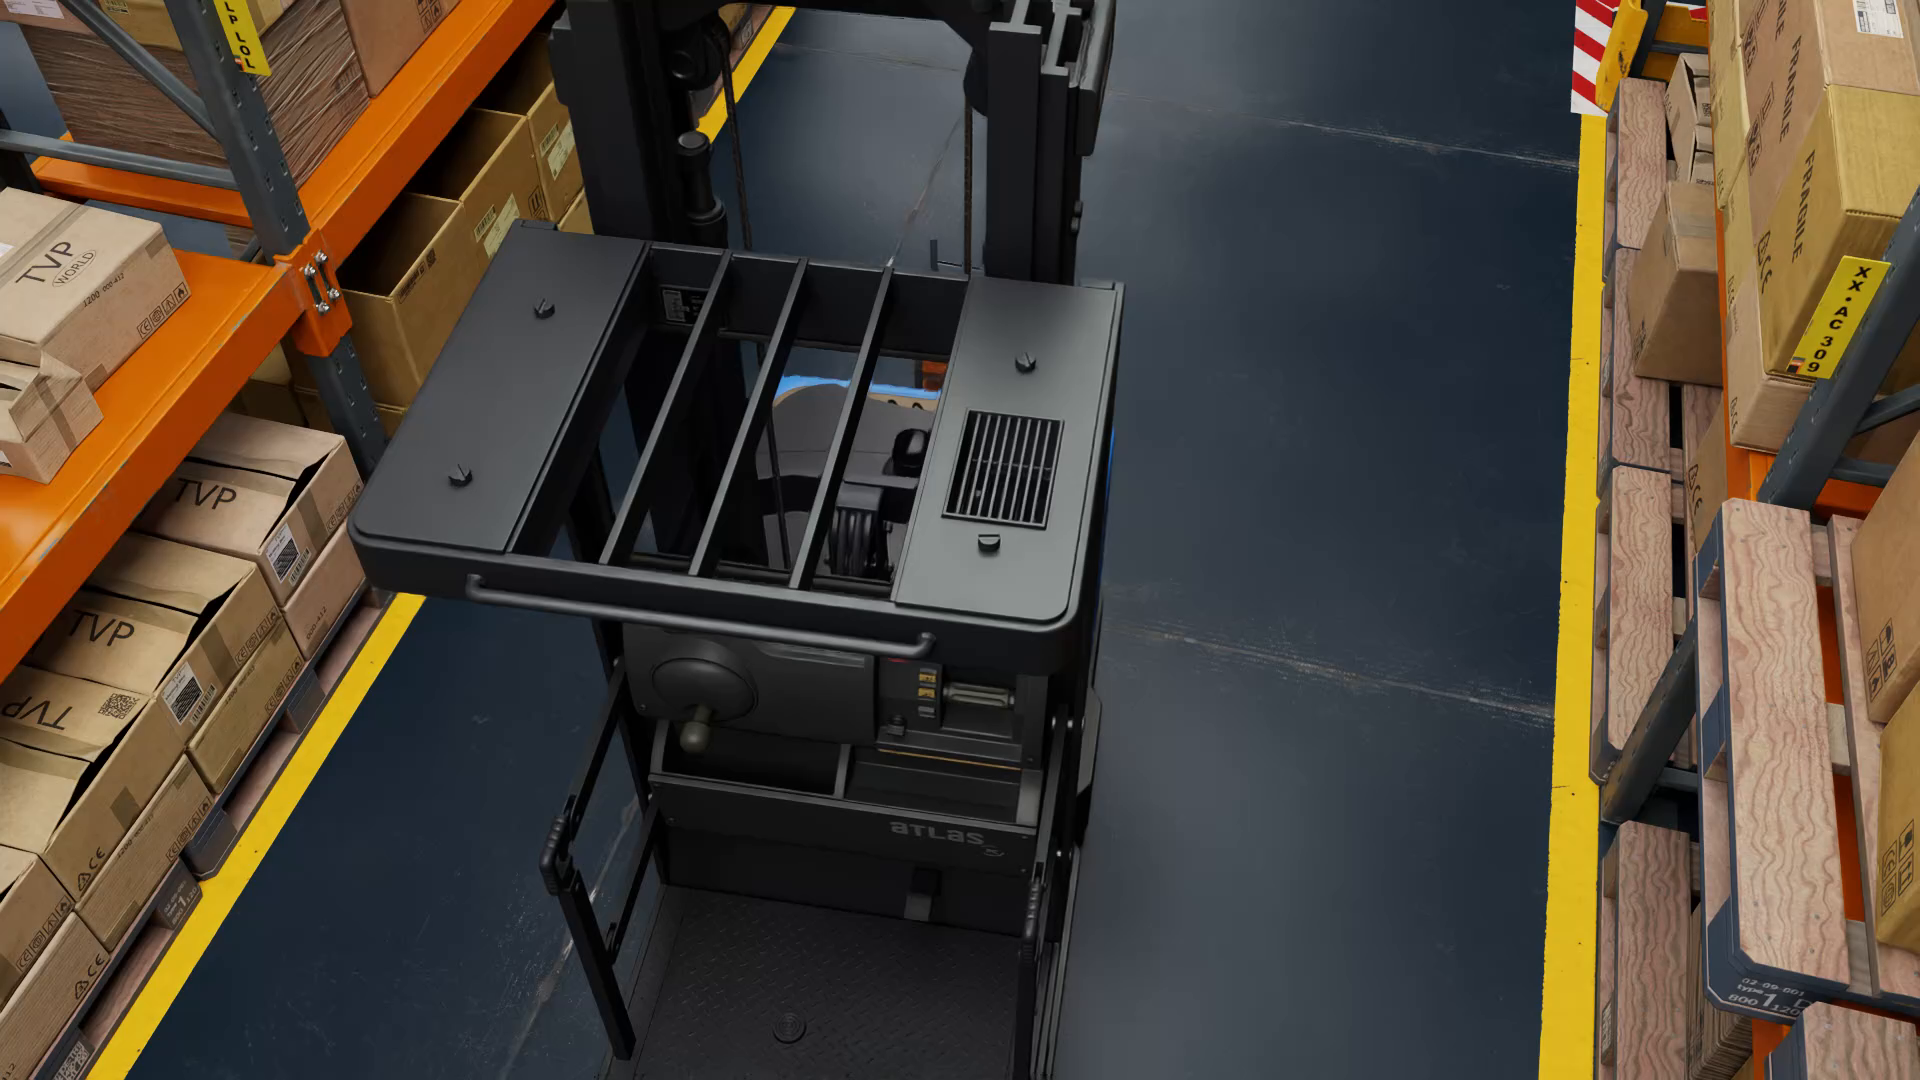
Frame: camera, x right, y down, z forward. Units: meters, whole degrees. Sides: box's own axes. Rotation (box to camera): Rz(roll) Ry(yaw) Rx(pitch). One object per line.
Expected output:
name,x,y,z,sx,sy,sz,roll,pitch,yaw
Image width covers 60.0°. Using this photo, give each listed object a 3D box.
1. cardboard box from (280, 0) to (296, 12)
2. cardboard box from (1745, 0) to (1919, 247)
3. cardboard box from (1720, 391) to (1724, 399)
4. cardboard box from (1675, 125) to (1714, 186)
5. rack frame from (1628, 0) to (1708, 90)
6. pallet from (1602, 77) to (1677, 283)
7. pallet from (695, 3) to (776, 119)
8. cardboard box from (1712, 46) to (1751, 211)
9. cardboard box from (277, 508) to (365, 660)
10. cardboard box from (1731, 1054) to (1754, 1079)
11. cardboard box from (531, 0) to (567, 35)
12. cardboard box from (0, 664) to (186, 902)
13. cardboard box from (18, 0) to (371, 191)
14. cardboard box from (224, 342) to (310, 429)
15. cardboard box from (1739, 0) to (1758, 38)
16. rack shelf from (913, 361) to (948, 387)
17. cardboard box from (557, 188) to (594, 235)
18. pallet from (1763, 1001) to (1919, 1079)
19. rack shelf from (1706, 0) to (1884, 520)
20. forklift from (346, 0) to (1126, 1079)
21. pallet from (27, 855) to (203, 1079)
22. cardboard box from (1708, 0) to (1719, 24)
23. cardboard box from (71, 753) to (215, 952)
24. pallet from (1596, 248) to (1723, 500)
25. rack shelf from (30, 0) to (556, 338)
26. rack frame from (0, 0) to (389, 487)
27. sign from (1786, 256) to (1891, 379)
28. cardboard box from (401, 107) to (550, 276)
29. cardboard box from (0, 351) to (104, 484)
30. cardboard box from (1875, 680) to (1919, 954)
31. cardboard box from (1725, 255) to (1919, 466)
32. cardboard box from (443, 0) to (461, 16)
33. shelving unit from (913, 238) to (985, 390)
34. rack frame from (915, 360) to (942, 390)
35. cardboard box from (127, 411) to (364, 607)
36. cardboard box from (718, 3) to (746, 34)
cardboard box,-2.034,-1.649,4.705,0.380,0.149,0.250,12,50,11
cardboard box,2.374,-1.059,4.270,0.500,0.500,0.500,11,50,10
cardboard box,2.863,-0.443,5.749,0.380,0.149,0.250,8,49,7
cardboard box,3.056,-1.342,6.434,0.500,0.311,0.500,15,50,13
rack frame,3.475,-2.982,6.381,1.000,3.000,0.127,12,50,10
pallet,3.207,-1.423,6.865,1.003,0.211,1.213,12,50,10
pallet,-1.466,-2.472,7.791,1.003,0.211,1.213,12,50,10
cardboard box,2.511,-1.173,4.872,0.500,0.250,0.500,11,50,10
cardboard box,-2.187,0.065,5.246,0.500,0.250,0.500,11,50,10
cardboard box,2.157,1.513,3.788,0.700,0.500,0.500,11,49,9
cardboard box,-1.541,-1.899,6.479,0.500,0.500,0.500,12,50,10
cardboard box,-2.452,0.610,4.391,0.500,0.311,0.500,11,50,10
cardboard box,-2.247,-1.418,4.935,0.700,0.500,0.500,10,49,9
cardboard box,-2.446,-0.671,5.895,0.500,0.250,0.500,12,50,10
cardboard box,2.653,-1.797,4.922,0.500,0.500,0.500,13,50,11
rack shelf,0.004,-0.537,5.163,0.258,0.103,0.180,12,50,10
cardboard box,-1.670,-1.289,6.441,0.500,0.250,0.500,12,50,10
pallet,1.851,1.429,2.616,1.003,0.211,1.213,12,50,10
rack shelf,2.949,-1.297,5.374,1.077,0.370,4.000,12,50,10
forklift,-0.302,0.404,3.438,1.130,2.935,3.031,7,49,6
pallet,-2.833,1.285,4.475,1.003,0.211,1.213,12,50,10
cardboard box,2.778,-1.903,5.515,0.500,0.250,0.500,11,49,9
cardboard box,-2.456,0.801,4.597,0.500,0.250,0.500,13,50,11
pallet,2.884,-0.544,6.089,1.003,0.211,1.213,12,50,10
rack shelf,-1.831,-2.272,6.234,1.077,0.370,4.000,12,50,10
rack frame,-2.358,-1.063,4.688,1.000,3.000,0.127,12,50,10
sign,1.897,-0.476,3.592,0.100,0.325,0.005,12,50,10
cardboard box,-1.810,-1.177,5.842,0.500,0.500,0.500,12,50,10
cardboard box,-2.412,-0.346,4.145,0.396,0.266,0.258,10,49,9
cardboard box,2.101,0.497,2.950,0.700,0.500,0.500,16,51,14
cardboard box,2.255,-0.448,4.231,0.500,0.250,0.500,12,50,10
cardboard box,-1.979,-2.163,5.592,0.700,0.500,0.500,12,50,11
shelving unit,0.004,-0.408,5.309,0.258,1.200,0.189,12,50,10
rack frame,-0.020,-0.341,5.251,0.240,1.200,0.006,12,50,10
cardboard box,-2.188,-0.128,5.042,0.500,0.311,0.500,12,50,10
cardboard box,-1.281,-2.375,7.400,0.500,0.250,0.500,12,50,10
